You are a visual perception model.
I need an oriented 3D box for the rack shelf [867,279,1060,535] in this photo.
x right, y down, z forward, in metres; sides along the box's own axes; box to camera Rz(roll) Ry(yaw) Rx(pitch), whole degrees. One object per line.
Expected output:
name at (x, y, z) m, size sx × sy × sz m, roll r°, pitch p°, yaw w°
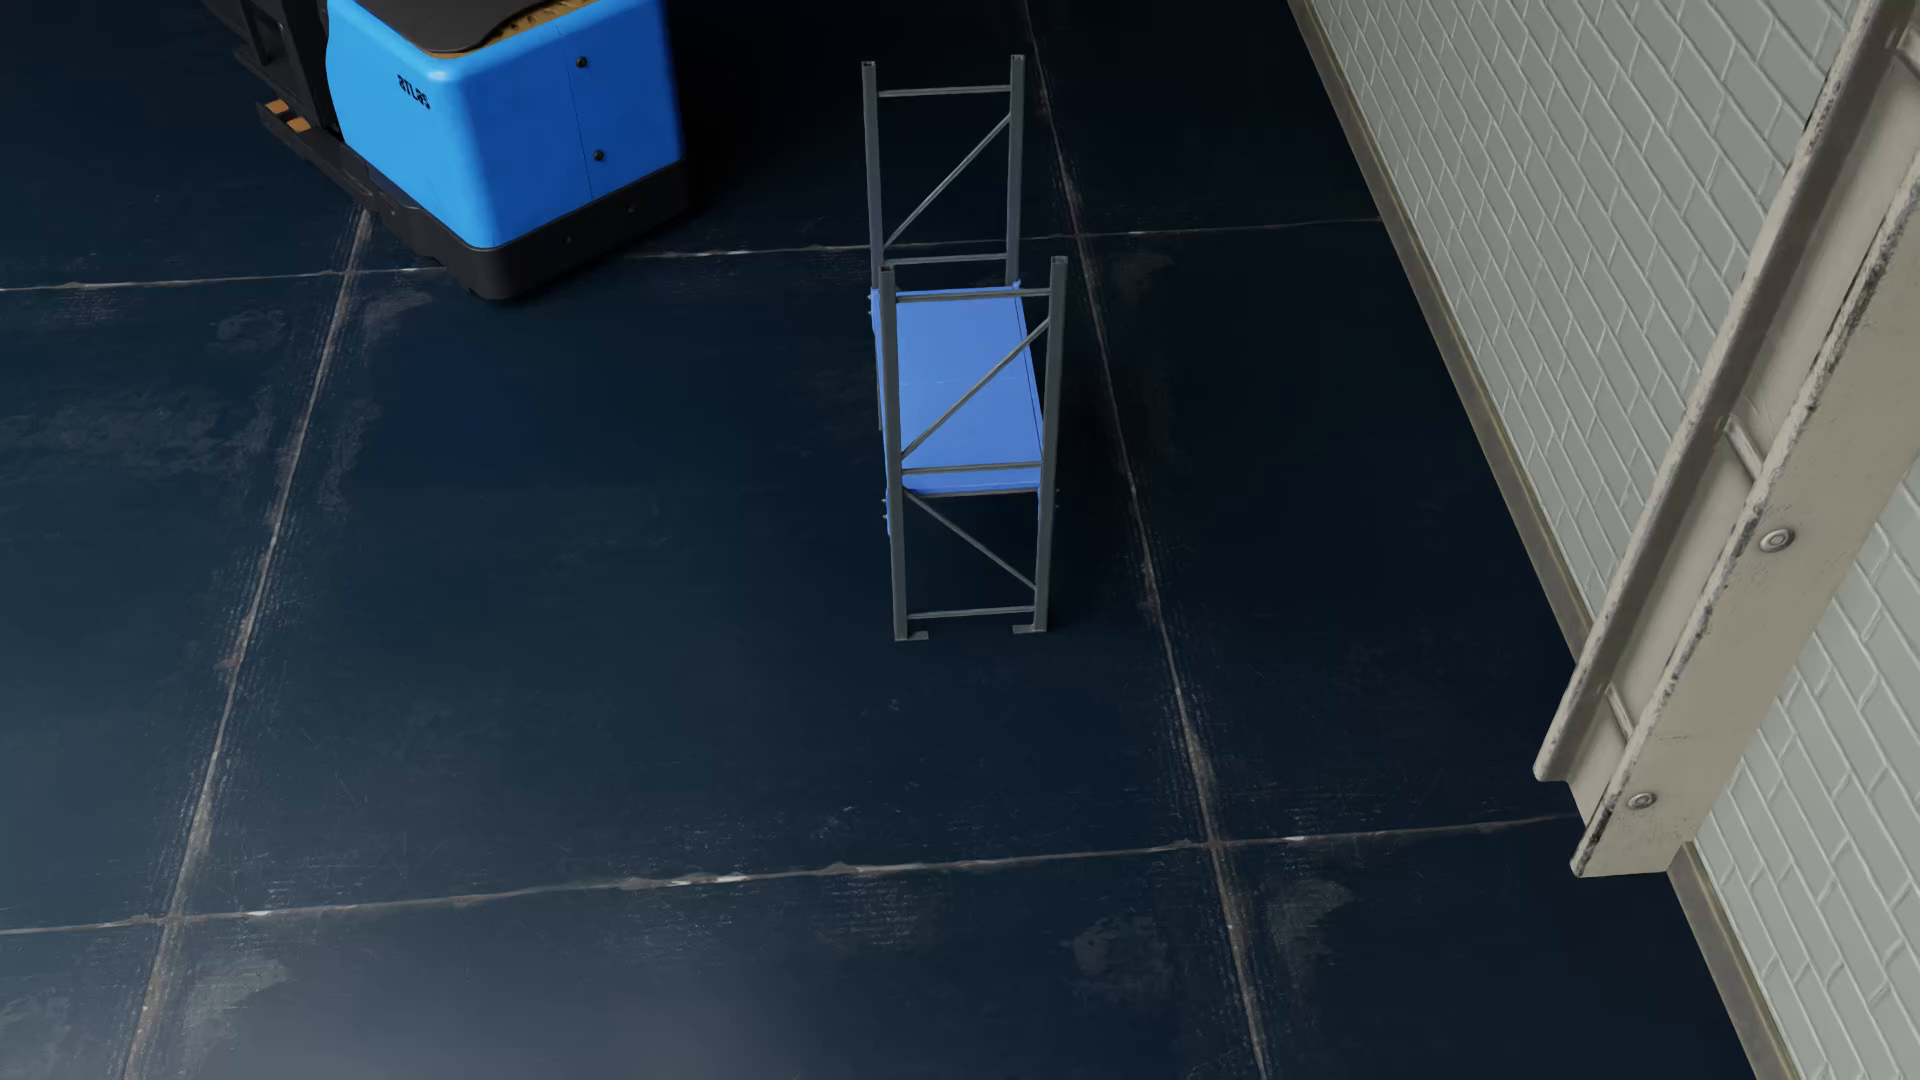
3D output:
rack shelf at (-0.007, -0.454, 5.395) m, size 0.538 × 0.185 × 1.000 m, roll -3°, pitch 47°, yaw -3°

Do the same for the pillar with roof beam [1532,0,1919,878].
pillar with roof beam at (-2.368, -2.007, 1.452) m, size 9.100 × 9.000 × 0.400 m, roll -3°, pitch 47°, yaw -3°

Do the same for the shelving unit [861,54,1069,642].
shelving unit at (-0.007, -0.577, 5.264) m, size 0.538 × 1.500 × 1.048 m, roll -3°, pitch 47°, yaw -3°

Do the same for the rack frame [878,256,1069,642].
rack frame at (0.035, -0.210, 4.916) m, size 0.500 × 1.500 × 0.032 m, roll -3°, pitch 47°, yaw -3°

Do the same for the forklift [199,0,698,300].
forklift at (-2.481, -2.933, 6.509) m, size 1.130 × 2.935 × 3.031 m, roll -34°, pitch 55°, yaw -28°

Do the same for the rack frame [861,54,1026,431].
rack frame at (-0.050, -0.945, 5.612) m, size 0.500 × 1.500 × 0.032 m, roll -3°, pitch 47°, yaw -3°
